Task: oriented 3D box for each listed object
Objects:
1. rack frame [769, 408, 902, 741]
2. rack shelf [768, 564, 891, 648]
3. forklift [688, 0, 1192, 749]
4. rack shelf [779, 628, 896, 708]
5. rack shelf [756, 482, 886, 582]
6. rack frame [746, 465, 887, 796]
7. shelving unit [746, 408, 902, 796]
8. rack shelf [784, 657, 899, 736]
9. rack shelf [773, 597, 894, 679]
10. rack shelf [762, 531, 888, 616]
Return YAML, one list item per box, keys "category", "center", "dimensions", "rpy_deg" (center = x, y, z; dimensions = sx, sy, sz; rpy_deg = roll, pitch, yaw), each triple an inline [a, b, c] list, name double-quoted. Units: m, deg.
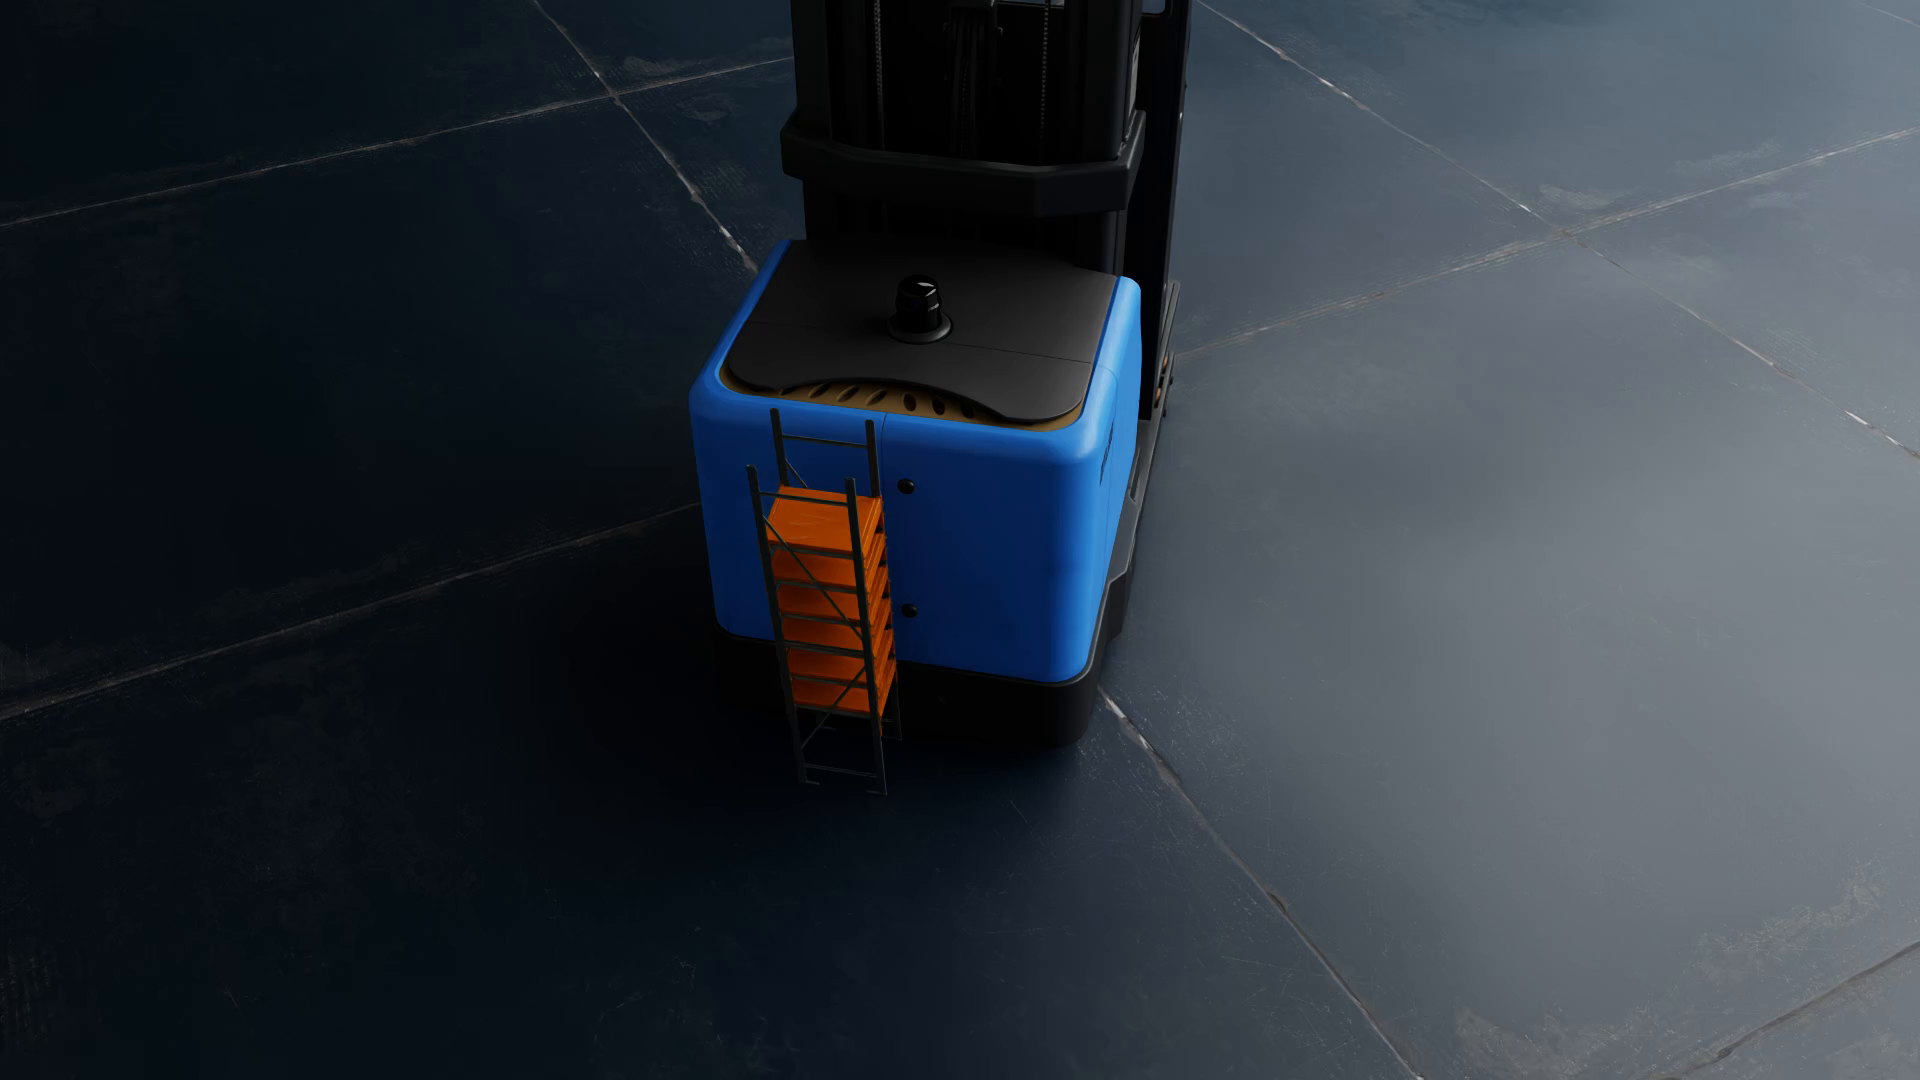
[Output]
- category: "rack frame"
  center: [-0.293, 0.128, 4.141]
  dimensions: [0.240, 1.200, 0.006]
  rpy_deg: [8, 48, 9]
- category: "rack shelf"
  center: [-0.313, 0.143, 4.025]
  dimensions: [0.258, 0.103, 0.180]
  rpy_deg: [8, 48, 9]
- category: "forklift"
  center: [0.133, -1.515, 4.772]
  dimensions: [1.130, 2.935, 3.031]
  rpy_deg: [8, 41, 9]
- category: "rack shelf"
  center: [-0.307, 0.305, 4.202]
  dimensions: [0.258, 0.103, 0.180]
  rpy_deg: [8, 48, 9]
- category: "rack shelf"
  center: [-0.319, -0.020, 3.849]
  dimensions: [0.258, 0.103, 0.180]
  rpy_deg: [8, 48, 9]
- category: "rack frame"
  center: [-0.329, 0.260, 4.020]
  dimensions: [0.240, 1.200, 0.006]
  rpy_deg: [8, 48, 9]
- category: "shelving unit"
  center: [-0.311, 0.194, 4.081]
  dimensions: [0.258, 1.200, 0.189]
  rpy_deg: [8, 48, 9]
- category: "rack shelf"
  center: [-0.304, 0.387, 4.290]
  dimensions: [0.258, 0.103, 0.180]
  rpy_deg: [8, 48, 9]
- category: "rack shelf"
  center: [-0.310, 0.224, 4.113]
  dimensions: [0.258, 0.103, 0.180]
  rpy_deg: [8, 48, 9]
- category: "rack shelf"
  center: [-0.316, 0.062, 3.937]
  dimensions: [0.258, 0.103, 0.180]
  rpy_deg: [8, 48, 9]
